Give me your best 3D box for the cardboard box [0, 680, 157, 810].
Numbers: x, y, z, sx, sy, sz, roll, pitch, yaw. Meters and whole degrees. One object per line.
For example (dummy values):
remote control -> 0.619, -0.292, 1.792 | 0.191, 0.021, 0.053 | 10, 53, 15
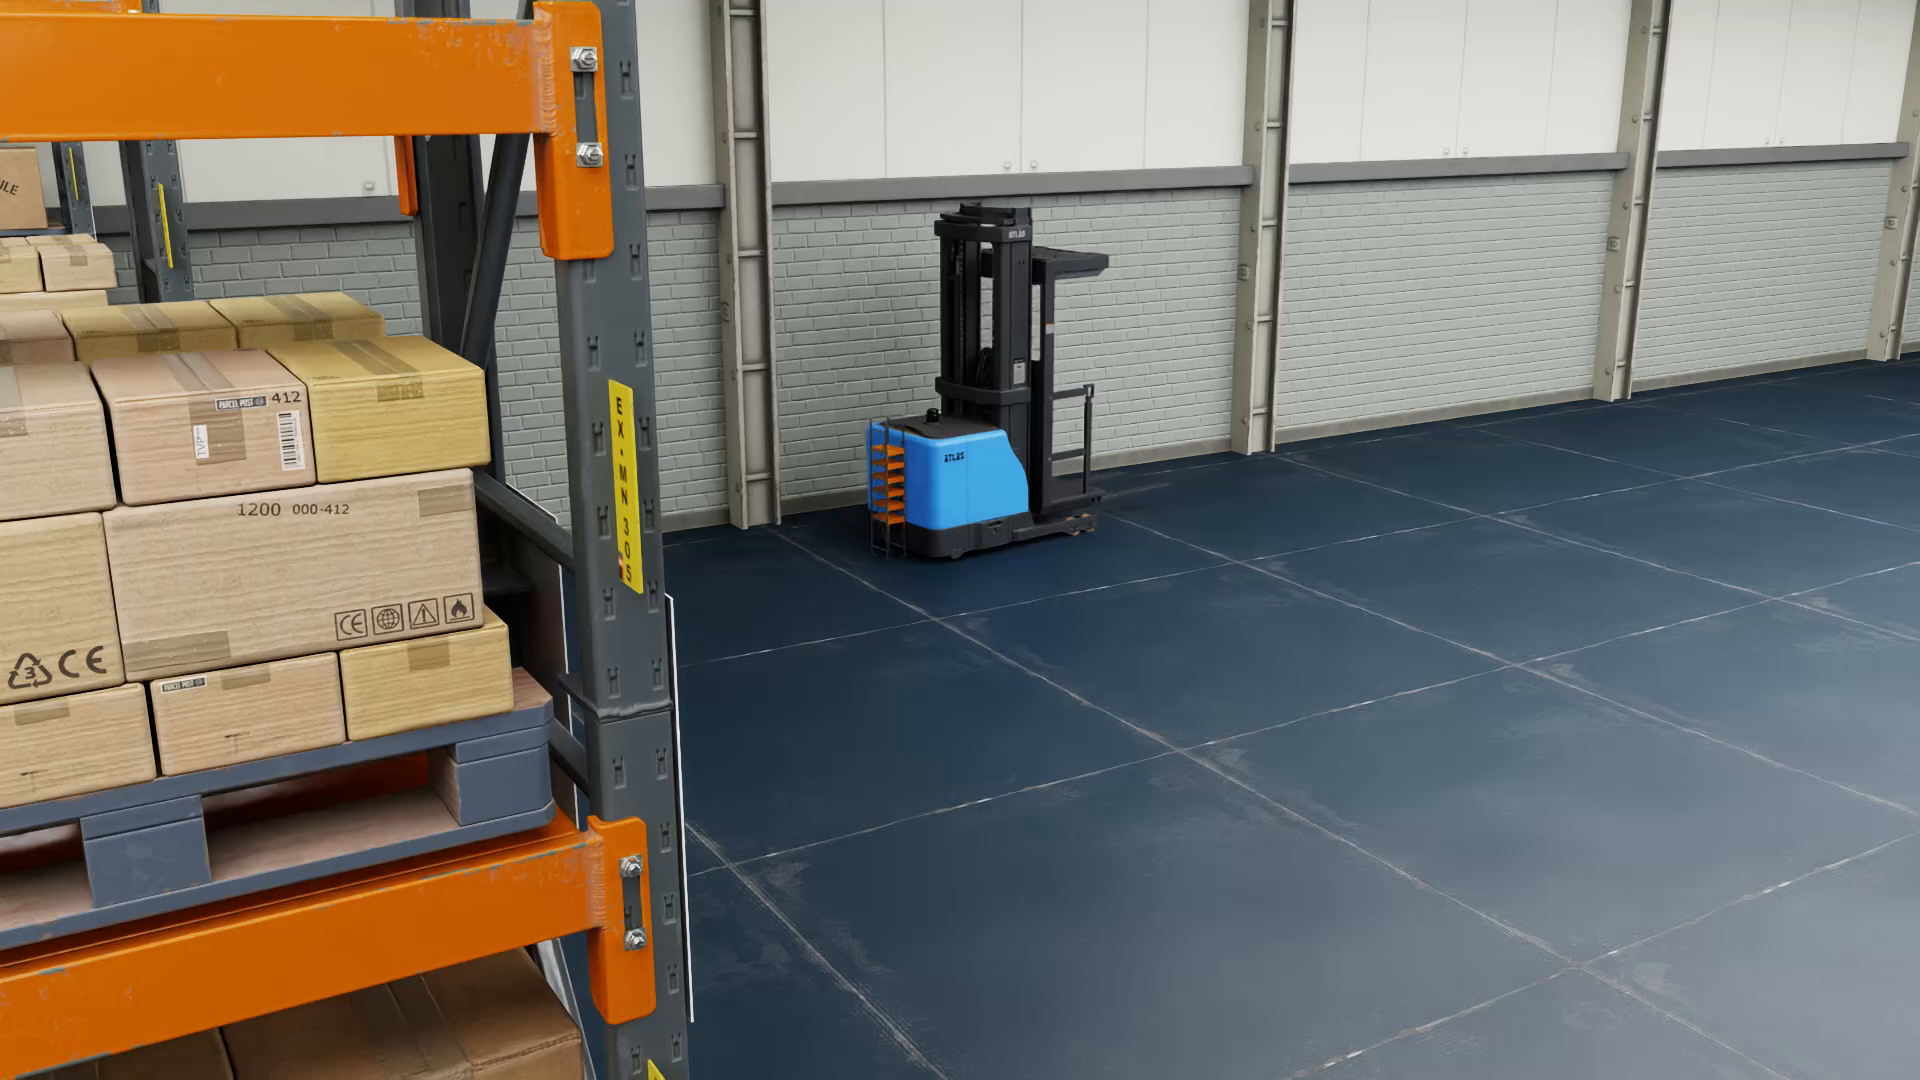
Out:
cardboard box -> -1.337, 0.244, 2.428 | 0.250, 0.149, 0.380 | -9, 18, -29

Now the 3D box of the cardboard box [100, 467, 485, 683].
cardboard box -> -1.066, -0.011, 2.598 | 0.500, 0.250, 0.500 | -9, 18, -29

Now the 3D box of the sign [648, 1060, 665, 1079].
sign -> -0.523, 1.078, 2.923 | 0.005, 0.325, 0.100 | -9, 18, -30

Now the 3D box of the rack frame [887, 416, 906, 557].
rack frame -> -0.549, -0.457, 14.316 | 0.006, 1.200, 0.240 | -12, 20, -37

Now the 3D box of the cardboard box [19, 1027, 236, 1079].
cardboard box -> -1.553, 1.170, 2.899 | 0.550, 0.550, 0.875 | -9, 18, -30

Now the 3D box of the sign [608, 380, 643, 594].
sign -> -0.523, -0.083, 2.598 | 0.005, 0.325, 0.100 | -9, 18, -30

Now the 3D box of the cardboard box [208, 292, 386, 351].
cardboard box -> -1.241, -0.363, 3.115 | 0.250, 0.149, 0.380 | -9, 18, -29

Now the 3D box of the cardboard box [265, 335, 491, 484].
cardboard box -> -0.905, -0.210, 2.570 | 0.250, 0.149, 0.380 | -9, 18, -29

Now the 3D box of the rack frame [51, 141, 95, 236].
rack frame -> -5.986, -3.546, 10.887 | 0.127, 3.000, 1.000 | -9, 18, -30

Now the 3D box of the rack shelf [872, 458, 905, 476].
rack shelf -> -0.620, -0.630, 14.208 | 0.180, 0.103, 0.258 | -12, 20, -37

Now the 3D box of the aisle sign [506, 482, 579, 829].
aisle sign -> -0.884, 0.291, 3.498 | 0.004, 0.787, 0.394 | -9, 18, -30

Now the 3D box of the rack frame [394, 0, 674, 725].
rack frame -> -0.791, -1.267, 2.756 | 0.127, 3.000, 1.000 | -9, 18, -30

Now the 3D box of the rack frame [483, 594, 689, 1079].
rack frame -> -0.791, 1.622, 3.566 | 0.127, 3.000, 1.000 | -9, 18, -30

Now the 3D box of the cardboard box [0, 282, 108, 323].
cardboard box -> -3.726, -0.891, 6.701 | 0.500, 0.250, 0.500 | -9, 18, -30

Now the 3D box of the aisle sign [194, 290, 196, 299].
aisle sign -> -3.224, -0.702, 7.042 | 0.004, 0.787, 0.394 | -9, 18, -30

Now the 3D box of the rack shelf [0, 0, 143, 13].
rack shelf -> -5.141, -1.772, 5.898 | 4.000, 0.370, 1.077 | -9, 18, -30

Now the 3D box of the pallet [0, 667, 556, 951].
pallet -> -1.421, 0.326, 2.797 | 1.213, 0.211, 1.003 | -9, 18, -30

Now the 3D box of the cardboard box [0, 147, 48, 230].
cardboard box -> -6.240, -2.282, 10.788 | 0.500, 0.500, 0.500 | -9, 18, -28

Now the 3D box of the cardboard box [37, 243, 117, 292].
cardboard box -> -3.564, -1.101, 6.712 | 0.250, 0.149, 0.380 | -9, 18, -29

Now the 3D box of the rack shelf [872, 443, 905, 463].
rack shelf -> -0.620, -0.745, 14.176 | 0.180, 0.103, 0.258 | -12, 20, -37

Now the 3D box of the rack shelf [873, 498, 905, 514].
rack shelf -> -0.620, -0.283, 14.305 | 0.180, 0.103, 0.258 | -12, 20, -37

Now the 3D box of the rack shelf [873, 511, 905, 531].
rack shelf -> -0.620, -0.167, 14.338 | 0.180, 0.103, 0.258 | -12, 20, -37

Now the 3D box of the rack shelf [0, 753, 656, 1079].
rack shelf -> -2.505, 0.802, 2.267 | 4.000, 0.370, 1.077 | -9, 18, -30

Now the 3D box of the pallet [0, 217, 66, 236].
pallet -> -6.606, -1.967, 10.975 | 1.213, 0.211, 1.003 | -9, 18, -30

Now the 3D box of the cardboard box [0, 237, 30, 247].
cardboard box -> -4.044, -1.176, 6.977 | 0.250, 0.149, 0.380 | -9, 18, -30

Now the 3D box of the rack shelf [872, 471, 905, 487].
rack shelf -> -0.620, -0.514, 14.241 | 0.180, 0.103, 0.258 | -12, 20, -37

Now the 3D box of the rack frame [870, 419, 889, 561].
rack frame -> -0.691, -0.426, 14.206 | 0.006, 1.200, 0.240 | -12, 20, -37

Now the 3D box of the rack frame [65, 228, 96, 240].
rack frame -> -5.986, -0.657, 11.697 | 0.127, 3.000, 1.000 | -9, 18, -30

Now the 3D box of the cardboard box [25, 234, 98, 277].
cardboard box -> -3.836, -1.214, 7.115 | 0.250, 0.149, 0.380 | -9, 18, -30

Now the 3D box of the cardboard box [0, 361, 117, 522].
cardboard box -> -1.339, -0.140, 2.321 | 0.250, 0.149, 0.380 | -9, 18, -29

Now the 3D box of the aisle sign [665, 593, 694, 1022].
aisle sign -> -0.575, 0.430, 3.003 | 0.004, 0.787, 0.394 | -9, 18, -30

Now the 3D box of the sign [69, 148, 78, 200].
sign -> -5.719, -2.362, 10.728 | 0.005, 0.325, 0.100 | -9, 18, -30

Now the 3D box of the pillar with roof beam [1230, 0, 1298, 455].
pillar with roof beam -> 5.456, -4.330, 13.683 | 0.400, 9.000, 9.100 | -9, 18, -30

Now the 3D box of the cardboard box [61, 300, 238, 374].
cardboard box -> -1.456, -0.328, 2.991 | 0.250, 0.149, 0.380 | -9, 18, -29

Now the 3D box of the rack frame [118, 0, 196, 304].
rack frame -> -3.427, -2.398, 6.792 | 0.127, 3.000, 1.000 | -9, 18, -30

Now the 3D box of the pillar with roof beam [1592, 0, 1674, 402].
pillar with roof beam -> 10.599, -5.164, 16.658 | 0.400, 9.000, 9.100 | -9, 18, -30

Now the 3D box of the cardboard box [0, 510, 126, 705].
cardboard box -> -1.496, 0.058, 2.350 | 0.500, 0.250, 0.500 | -9, 18, -30

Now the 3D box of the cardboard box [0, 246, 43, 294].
cardboard box -> -3.805, -1.074, 6.616 | 0.250, 0.149, 0.380 | -9, 18, -29

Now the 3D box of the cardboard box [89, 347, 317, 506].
cardboard box -> -1.119, -0.176, 2.448 | 0.250, 0.149, 0.380 | -9, 18, -29

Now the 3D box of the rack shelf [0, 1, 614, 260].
rack shelf -> -2.505, -0.450, 1.916 | 4.000, 0.370, 1.077 | -9, 18, -30

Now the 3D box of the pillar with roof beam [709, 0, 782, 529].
pillar with roof beam -> 0.313, -3.496, 10.708 | 0.400, 9.000, 9.100 | -9, 18, -30

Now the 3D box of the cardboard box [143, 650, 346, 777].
cardboard box -> -1.118, 0.208, 2.556 | 0.250, 0.149, 0.380 | -9, 18, -29

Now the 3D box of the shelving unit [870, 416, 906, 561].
shelving unit -> -0.620, -0.441, 14.261 | 0.189, 1.200, 0.258 | -12, 20, -37

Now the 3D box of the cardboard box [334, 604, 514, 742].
cardboard box -> -0.901, 0.173, 2.680 | 0.250, 0.149, 0.380 | -9, 18, -30

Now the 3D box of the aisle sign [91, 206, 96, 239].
aisle sign -> -5.779, -1.850, 11.136 | 0.004, 0.787, 0.394 | -9, 18, -30

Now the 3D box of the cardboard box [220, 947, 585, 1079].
cardboard box -> -1.129, 1.072, 3.248 | 0.550, 0.550, 0.875 | -9, 18, -30

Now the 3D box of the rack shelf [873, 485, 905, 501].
rack shelf -> -0.620, -0.398, 14.273 | 0.180, 0.103, 0.258 | -12, 20, -37

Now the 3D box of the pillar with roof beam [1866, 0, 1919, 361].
pillar with roof beam -> 15.742, -5.998, 19.634 | 0.400, 9.000, 9.100 | -9, 18, -30

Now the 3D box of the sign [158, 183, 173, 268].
sign -> -3.158, -1.249, 6.609 | 0.005, 0.325, 0.100 | -9, 18, -30

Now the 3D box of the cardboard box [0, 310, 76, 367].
cardboard box -> -1.675, -0.293, 2.864 | 0.250, 0.149, 0.380 | -9, 18, -30

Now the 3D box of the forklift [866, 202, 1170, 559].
forklift -> 0.633, -1.549, 15.005 | 3.031, 2.935, 1.130 | -12, 20, -37
